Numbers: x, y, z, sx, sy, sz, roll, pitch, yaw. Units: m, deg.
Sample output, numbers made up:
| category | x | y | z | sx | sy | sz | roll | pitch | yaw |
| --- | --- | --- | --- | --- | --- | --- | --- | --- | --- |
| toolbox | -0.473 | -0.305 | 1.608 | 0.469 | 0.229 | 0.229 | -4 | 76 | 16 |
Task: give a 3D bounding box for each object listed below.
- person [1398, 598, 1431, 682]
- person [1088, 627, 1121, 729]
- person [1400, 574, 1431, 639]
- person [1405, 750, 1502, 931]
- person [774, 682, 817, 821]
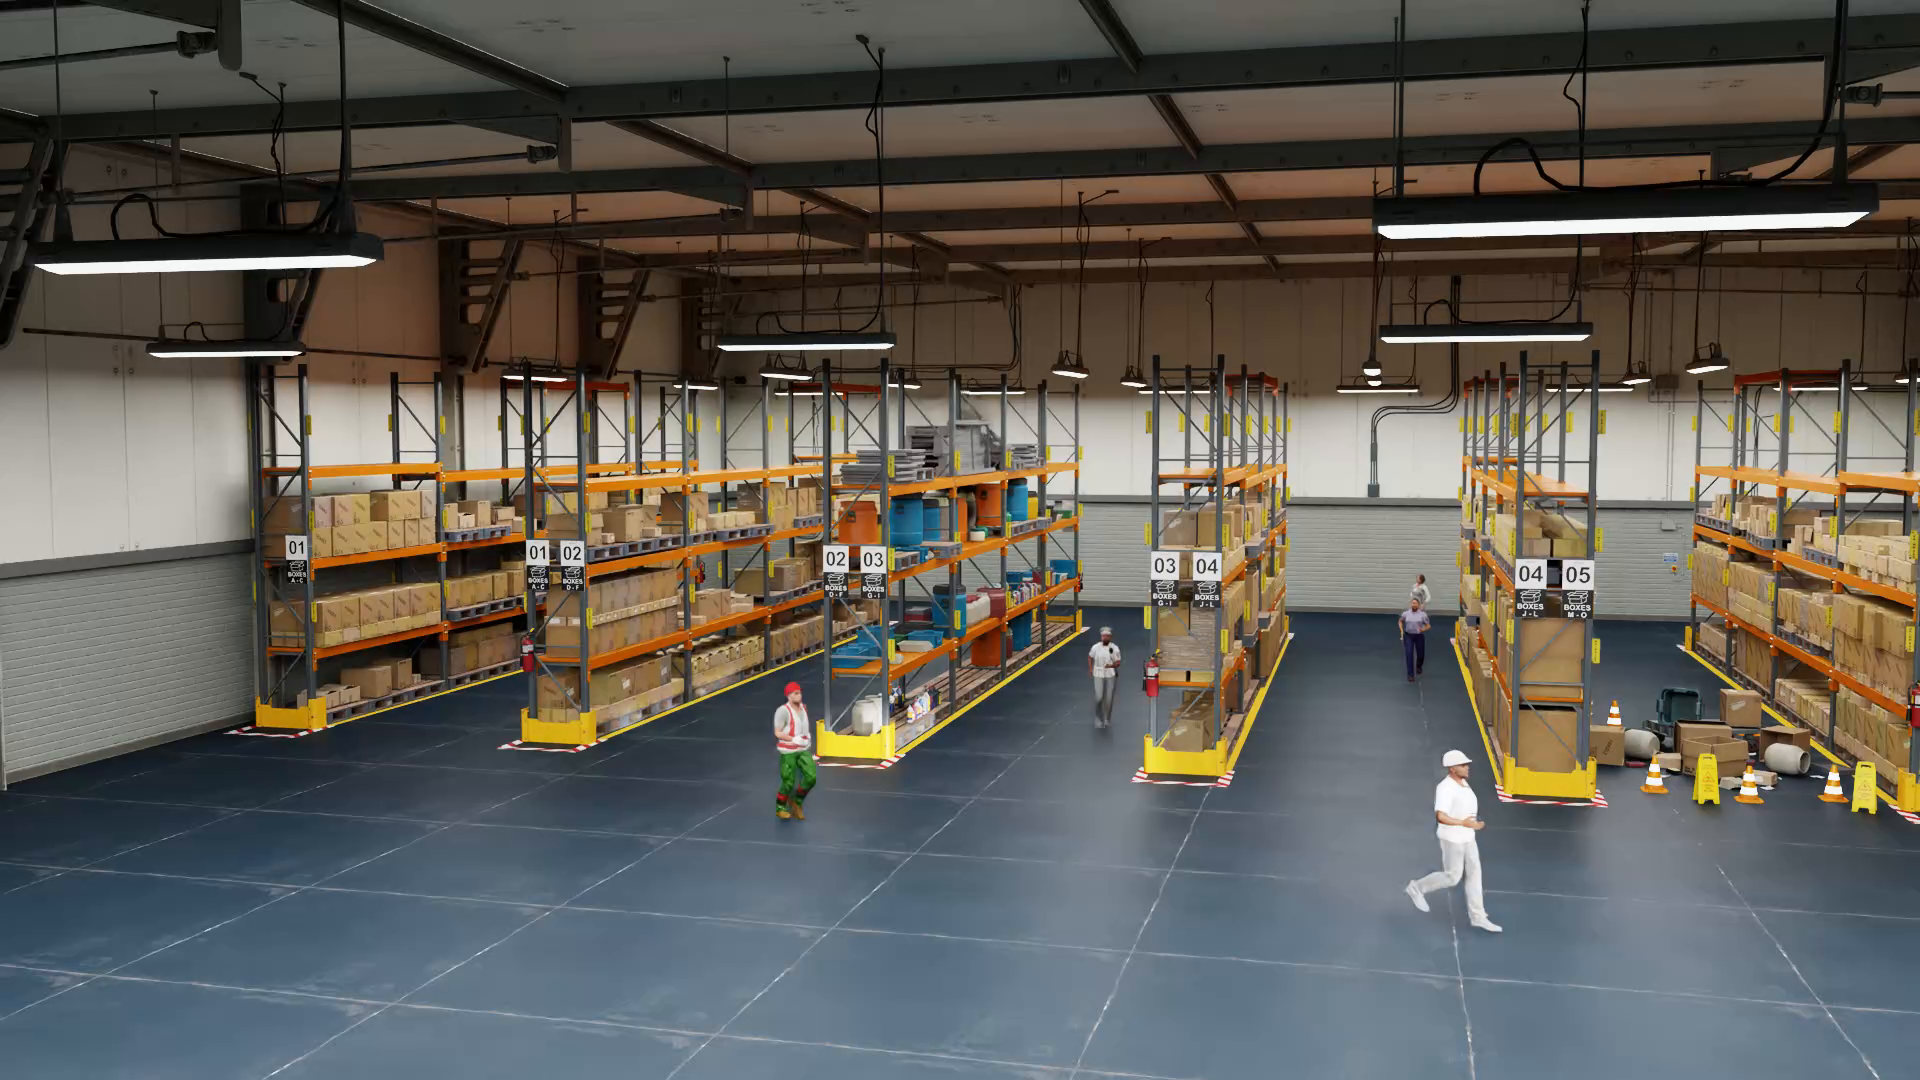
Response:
| category | x | y | z | sx | sy | sz | roll | pitch | yaw |
| --- | --- | --- | --- | --- | --- | --- | --- | --- | --- |
| person | 8.905 | 1.947 | 32.622 | 0.620 | 1.611 | 0.784 | 1 | 4 | 15 |
| person | 2.369 | 2.265 | 27.306 | 0.545 | 1.686 | 0.657 | 0 | 4 | 4 |
| person | 10.693 | 1.559 | 38.796 | 0.706 | 1.538 | 0.594 | -2 | 4 | -26 |
| person | 4.933 | 2.970 | 16.565 | 0.956 | 1.762 | 0.700 | 3 | 5 | 38 |
| person | -2.050 | 2.676 | 20.965 | 0.676 | 1.785 | 0.686 | 4 | 5 | 43 |
